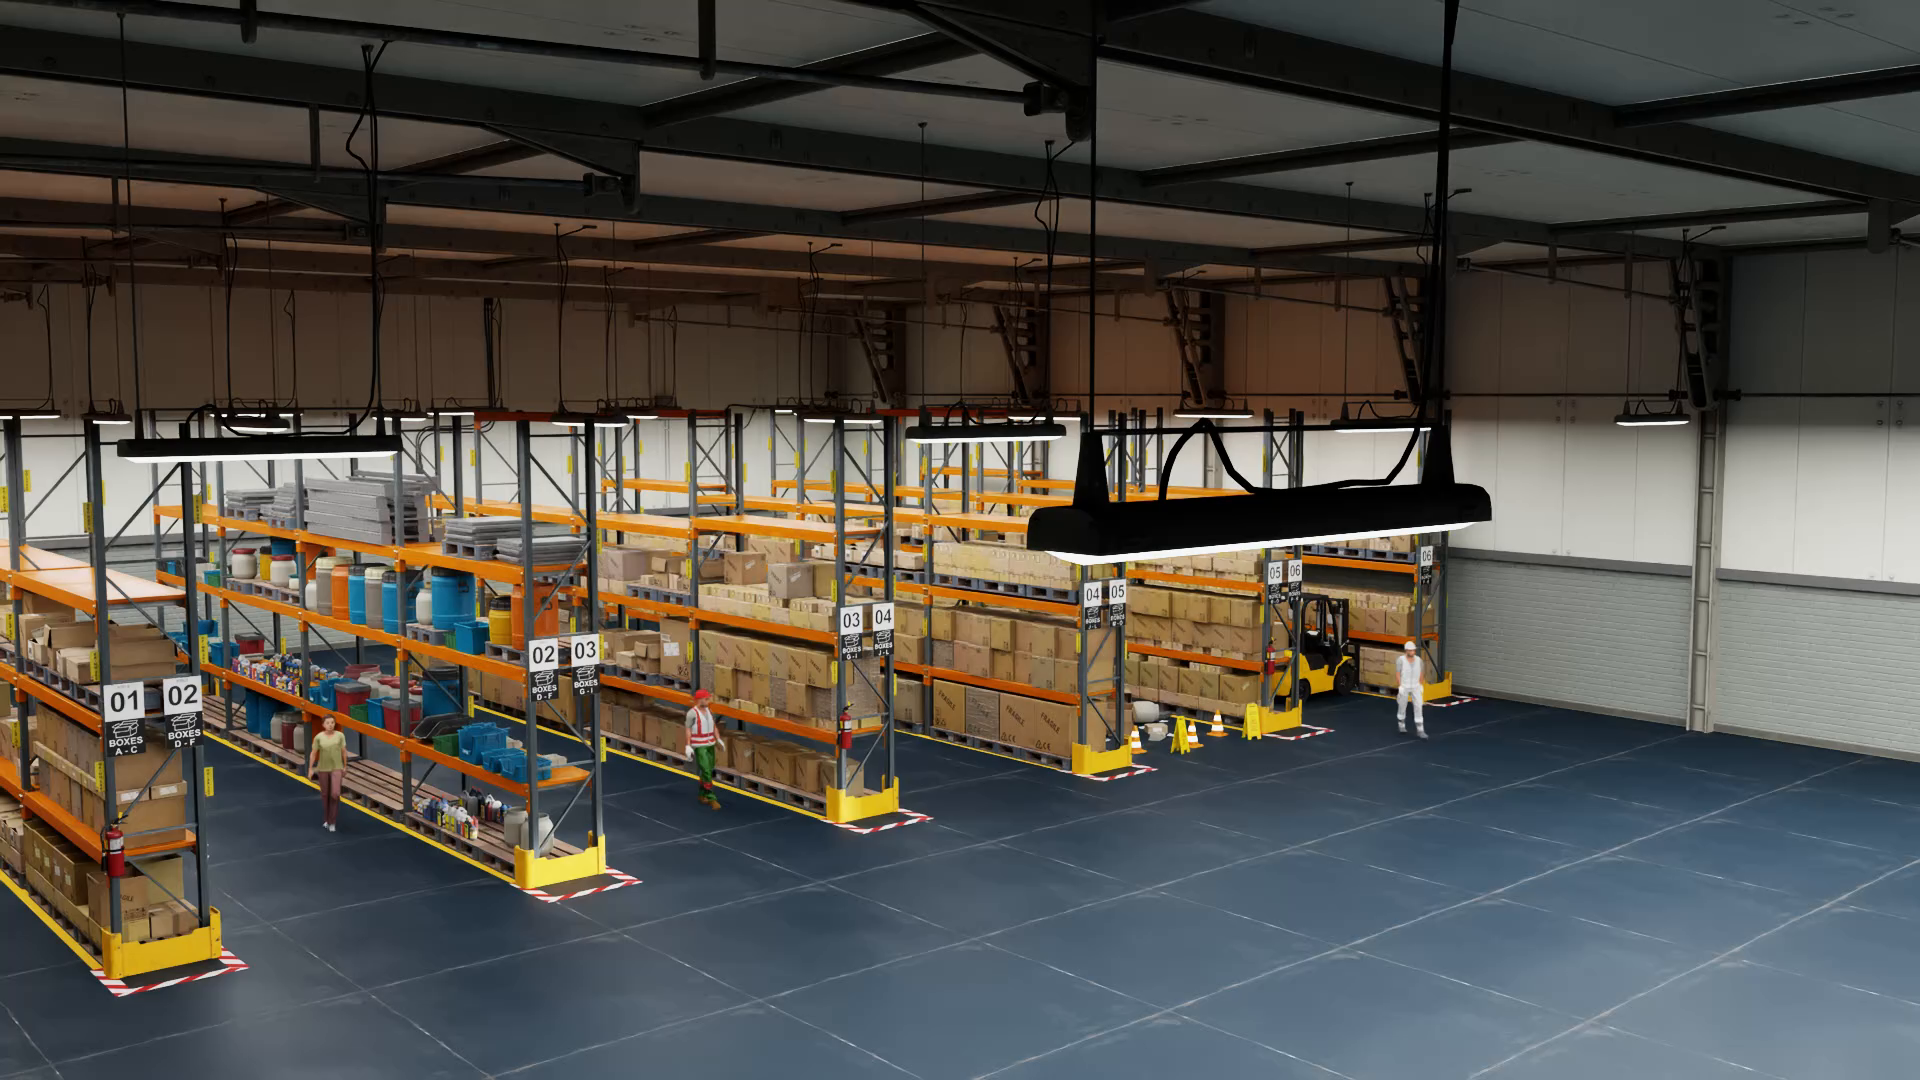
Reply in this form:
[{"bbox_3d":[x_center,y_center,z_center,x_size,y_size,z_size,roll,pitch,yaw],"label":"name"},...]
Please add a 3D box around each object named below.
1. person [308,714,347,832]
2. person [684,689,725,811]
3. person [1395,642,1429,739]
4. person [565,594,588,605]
[{"bbox_3d":[-9.208,3.410,24.222,0.519,1.721,0.488,-1,5,-16],"label":"person"},{"bbox_3d":[-3.848,3.206,25.560,0.734,1.792,0.577,4,6,38],"label":"person"},{"bbox_3d":[8.319,2.738,30.666,0.564,1.738,0.953,0,5,2],"label":"person"},{"bbox_3d":[-9.513,1.805,41.356,0.567,1.756,0.805,1,5,6],"label":"person"}]
